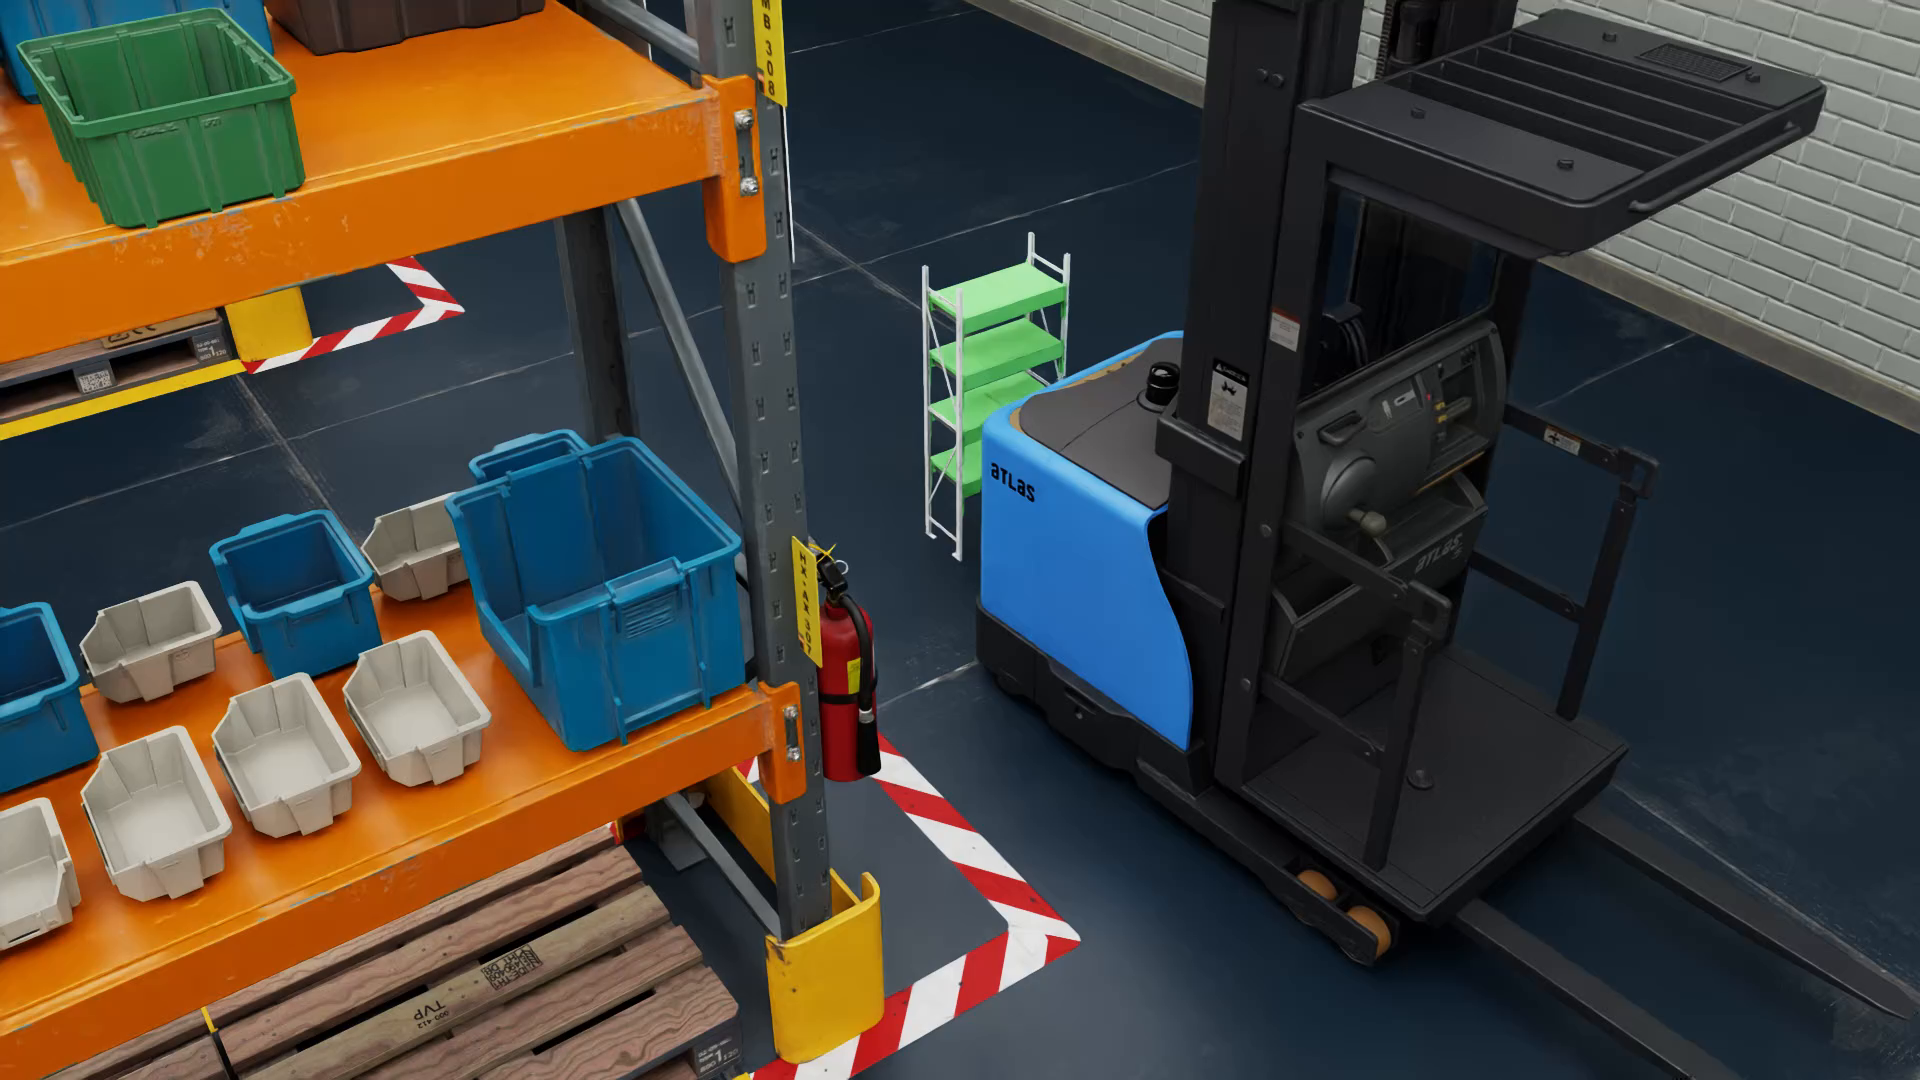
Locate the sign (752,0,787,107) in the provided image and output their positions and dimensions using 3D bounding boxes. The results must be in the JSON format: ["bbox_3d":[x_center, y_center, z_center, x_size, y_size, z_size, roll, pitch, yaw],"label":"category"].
[{"bbox_3d":[-0.352,-0.963,3.041,0.005,0.325,0.100,-22,41,-28],"label":"sign"}]

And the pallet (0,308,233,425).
[{"bbox_3d":[-4.246,-0.984,7.938,1.213,0.211,1.003,-22,41,-28],"label":"pallet"}]

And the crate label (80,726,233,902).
[{"bbox_3d":[-1.704,0.594,3.529,0.243,0.136,0.396,-22,41,-28],"label":"crate label"}]

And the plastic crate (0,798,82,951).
[{"bbox_3d":[-1.935,0.703,3.378,0.250,0.136,0.298,-22,41,-28],"label":"plastic crate"}]

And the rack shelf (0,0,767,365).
[{"bbox_3d":[-2.317,-0.298,2.643,4.000,0.370,1.077,-22,41,-28],"label":"rack shelf"}]

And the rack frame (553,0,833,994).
[{"bbox_3d":[-0.683,-0.045,4.244,0.127,3.000,1.000,-22,41,-28],"label":"rack frame"}]

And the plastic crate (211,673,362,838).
[{"bbox_3d":[-1.490,0.489,3.676,0.243,0.136,0.396,-22,41,-28],"label":"plastic crate"}]

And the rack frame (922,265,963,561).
[{"bbox_3d":[-0.064,-0.461,6.363,0.015,1.200,0.240,-22,41,-28],"label":"rack frame"}]

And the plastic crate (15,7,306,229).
[{"bbox_3d":[-1.324,-0.709,2.779,0.336,0.188,0.450,-22,41,-28],"label":"plastic crate"}]

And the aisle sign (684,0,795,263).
[{"bbox_3d":[-0.455,-0.985,3.324,0.004,0.787,0.394,-22,41,-28],"label":"aisle sign"}]

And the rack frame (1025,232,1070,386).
[{"bbox_3d":[0.335,-0.625,6.591,0.015,1.200,0.240,-22,41,-28],"label":"rack frame"}]

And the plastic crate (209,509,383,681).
[{"bbox_3d":[-1.612,0.146,4.070,0.300,0.233,0.416,-22,41,-28],"label":"plastic crate"}]

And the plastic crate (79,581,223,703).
[{"bbox_3d":[-1.938,0.260,3.994,0.298,0.136,0.250,-22,41,-28],"label":"plastic crate"}]

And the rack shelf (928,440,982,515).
[{"bbox_3d":[0.135,-0.296,6.655,0.480,0.148,0.258,-22,41,-28],"label":"rack shelf"}]

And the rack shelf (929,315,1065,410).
[{"bbox_3d":[0.135,-0.686,6.374,0.480,0.148,0.258,-22,41,-28],"label":"rack shelf"}]

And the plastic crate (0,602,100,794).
[{"bbox_3d":[-2.150,0.367,3.762,0.300,0.233,0.416,-22,41,-28],"label":"plastic crate"}]

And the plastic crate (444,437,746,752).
[{"bbox_3d":[-0.849,0.118,3.935,0.499,0.435,0.616,-22,41,-28],"label":"plastic crate"}]

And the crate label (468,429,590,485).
[{"bbox_3d":[-1.074,-0.076,4.378,0.303,0.233,0.416,-22,41,-28],"label":"crate label"}]

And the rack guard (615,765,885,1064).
[{"bbox_3d":[-0.670,0.955,4.993,0.348,0.500,1.175,-22,41,-28],"label":"rack guard"}]

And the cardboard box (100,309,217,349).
[{"bbox_3d":[-3.836,-1.274,7.716,0.500,0.500,0.500,-22,41,-28],"label":"cardboard box"}]

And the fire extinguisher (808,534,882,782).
[{"bbox_3d":[-0.298,0.304,4.144,0.183,0.674,0.296,-22,41,-28],"label":"fire extinguisher"}]

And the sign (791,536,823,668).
[{"bbox_3d":[-0.352,0.146,3.839,0.005,0.325,0.100,-22,41,-28],"label":"sign"}]

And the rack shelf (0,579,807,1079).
[{"bbox_3d":[-2.317,0.920,3.518,4.000,0.370,1.077,-22,41,-28],"label":"rack shelf"}]

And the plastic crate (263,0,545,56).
[{"bbox_3d":[-1.158,-1.213,3.411,0.590,0.269,0.497,-22,41,-28],"label":"plastic crate"}]

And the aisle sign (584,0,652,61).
[{"bbox_3d":[-0.795,-1.266,3.715,0.004,0.787,0.394,-22,41,-28],"label":"aisle sign"}]

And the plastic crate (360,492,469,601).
[{"bbox_3d":[-1.384,0.032,4.311,0.298,0.136,0.250,-22,41,-28],"label":"plastic crate"}]

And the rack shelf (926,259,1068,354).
[{"bbox_3d":[0.135,-0.881,6.234,0.480,0.148,0.258,-22,41,-28],"label":"rack shelf"}]

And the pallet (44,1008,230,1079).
[{"bbox_3d":[-2.375,1.754,4.131,1.213,0.211,1.003,-22,41,-28],"label":"pallet"}]

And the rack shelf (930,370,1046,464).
[{"bbox_3d":[0.135,-0.491,6.514,0.480,0.148,0.258,-22,41,-28],"label":"rack shelf"}]

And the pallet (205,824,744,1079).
[{"bbox_3d":[-1.379,1.346,4.698,1.213,0.211,1.003,-22,41,-28],"label":"pallet"}]

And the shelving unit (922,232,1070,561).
[{"bbox_3d":[0.135,-0.543,6.477,0.503,1.200,0.258,-22,41,-28],"label":"shelving unit"}]

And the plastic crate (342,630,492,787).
[{"bbox_3d":[-1.245,0.398,3.802,0.243,0.136,0.396,-22,41,-28],"label":"plastic crate"}]

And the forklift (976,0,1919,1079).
[{"bbox_3d":[1.399,-0.260,4.601,1.130,2.935,3.031,-27,44,-32],"label":"forklift"}]

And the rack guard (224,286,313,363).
[{"bbox_3d":[-3.595,-1.370,8.227,0.348,0.500,1.175,-22,41,-28],"label":"rack guard"}]

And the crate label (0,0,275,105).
[{"bbox_3d":[-1.623,-1.046,3.194,0.502,0.251,0.408,-22,41,-28],"label":"crate label"}]
